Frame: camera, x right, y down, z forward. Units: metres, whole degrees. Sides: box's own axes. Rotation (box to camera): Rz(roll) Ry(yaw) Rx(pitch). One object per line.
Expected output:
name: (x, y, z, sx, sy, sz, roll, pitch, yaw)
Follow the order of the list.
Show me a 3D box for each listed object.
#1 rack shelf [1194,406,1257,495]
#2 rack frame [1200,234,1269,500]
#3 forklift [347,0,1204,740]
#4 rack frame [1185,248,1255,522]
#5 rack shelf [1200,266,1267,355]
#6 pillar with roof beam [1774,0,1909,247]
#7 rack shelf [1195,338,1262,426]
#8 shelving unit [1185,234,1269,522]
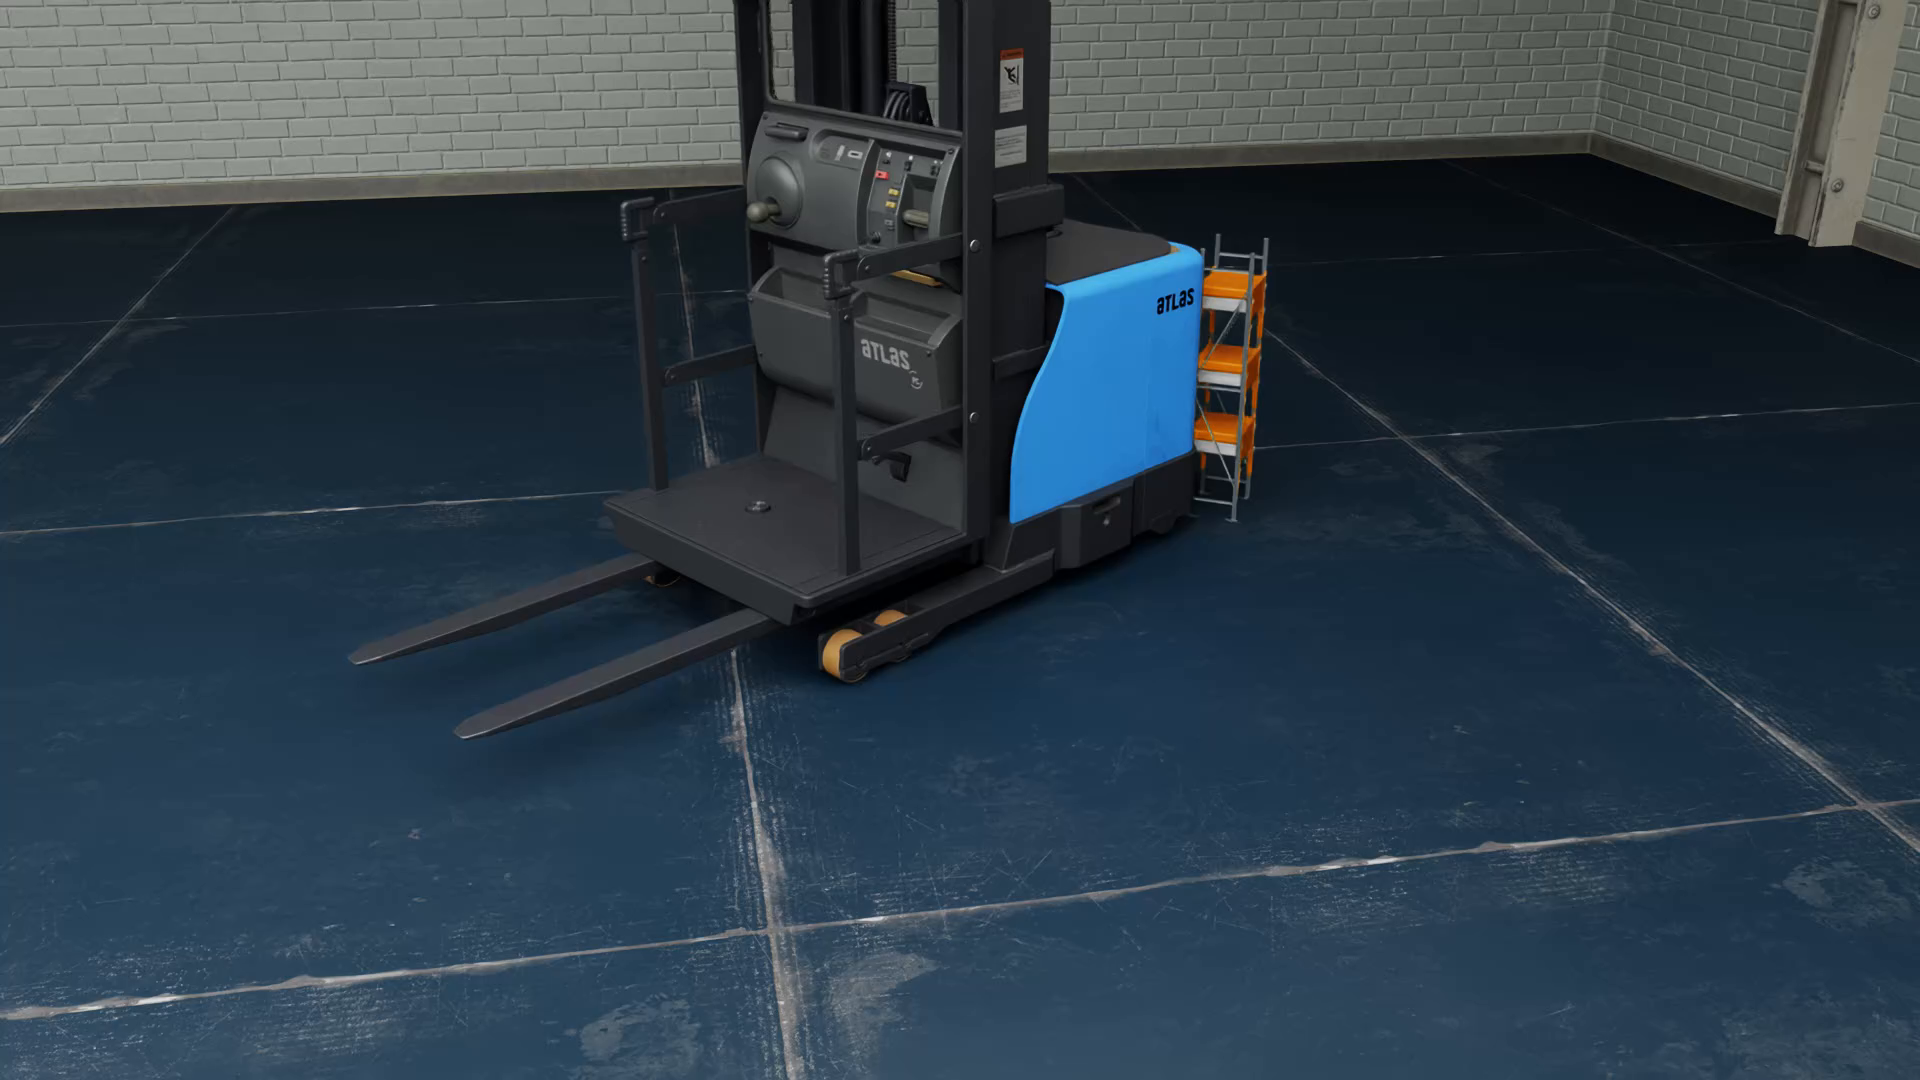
rack shelf: (1.014, -0.347, 6.454, 0.215, 0.259, 0.240, 9, 25, 19)
rack frame: (1.058, -0.657, 6.443, 0.200, 1.050, 0.008, 9, 25, 19)
forklift: (-0.504, -1.127, 5.169, 1.130, 2.935, 3.031, 22, 32, 40)
rack frame: (0.970, -0.567, 6.235, 0.200, 1.050, 0.008, 9, 25, 19)
rack shelf: (1.014, -0.863, 6.230, 0.215, 0.259, 0.240, 9, 25, 19)
pillar with roof beam: (1.259, -5.742, 8.153, 9.100, 9.000, 0.400, -4, 24, -10)
rack shelf: (1.014, -0.602, 6.343, 0.215, 0.259, 0.240, 9, 25, 19)
shelving unit: (1.014, -0.612, 6.339, 0.215, 1.050, 0.252, 9, 25, 19)
